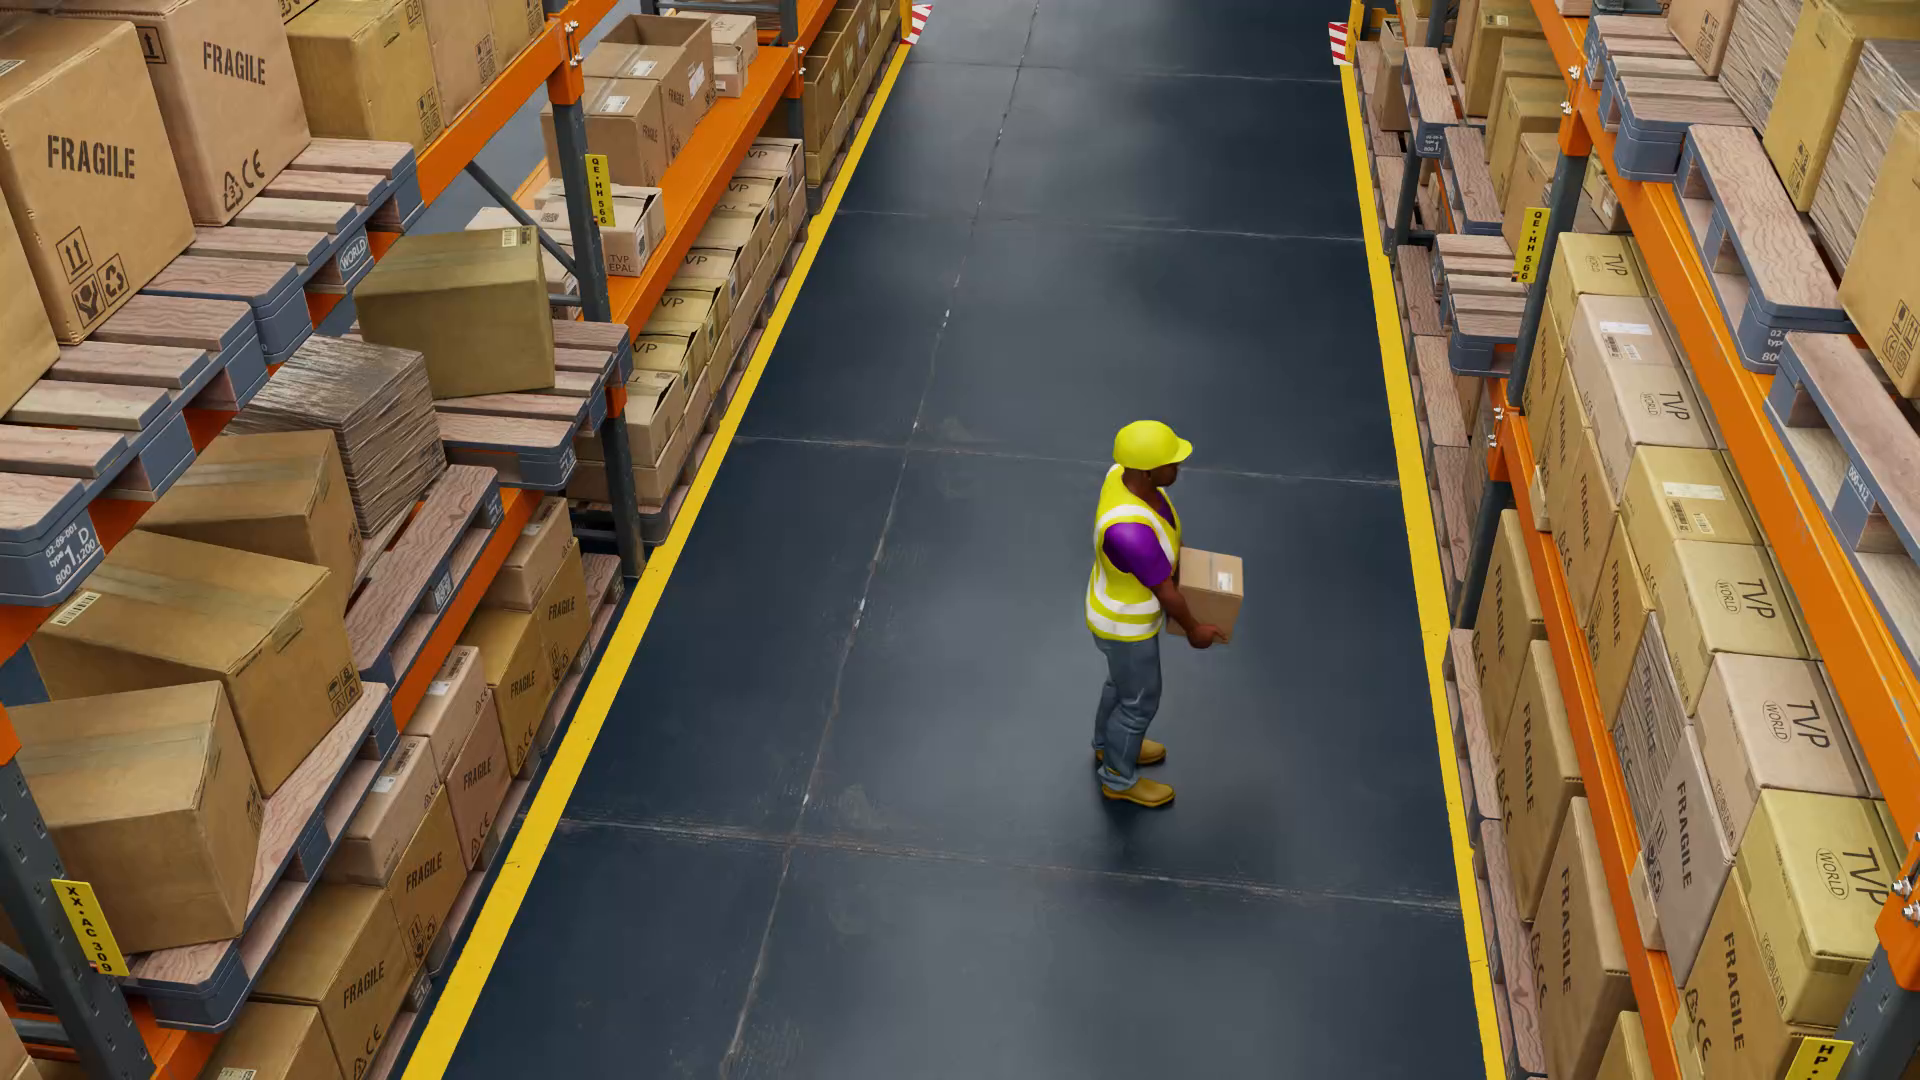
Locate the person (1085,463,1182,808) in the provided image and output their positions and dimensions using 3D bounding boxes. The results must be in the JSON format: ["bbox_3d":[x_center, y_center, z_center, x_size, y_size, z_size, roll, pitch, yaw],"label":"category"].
[{"bbox_3d":[-7.368,-3.606,10.779,17.768,3.195,9.829,4,36,5],"label":"person"}]
